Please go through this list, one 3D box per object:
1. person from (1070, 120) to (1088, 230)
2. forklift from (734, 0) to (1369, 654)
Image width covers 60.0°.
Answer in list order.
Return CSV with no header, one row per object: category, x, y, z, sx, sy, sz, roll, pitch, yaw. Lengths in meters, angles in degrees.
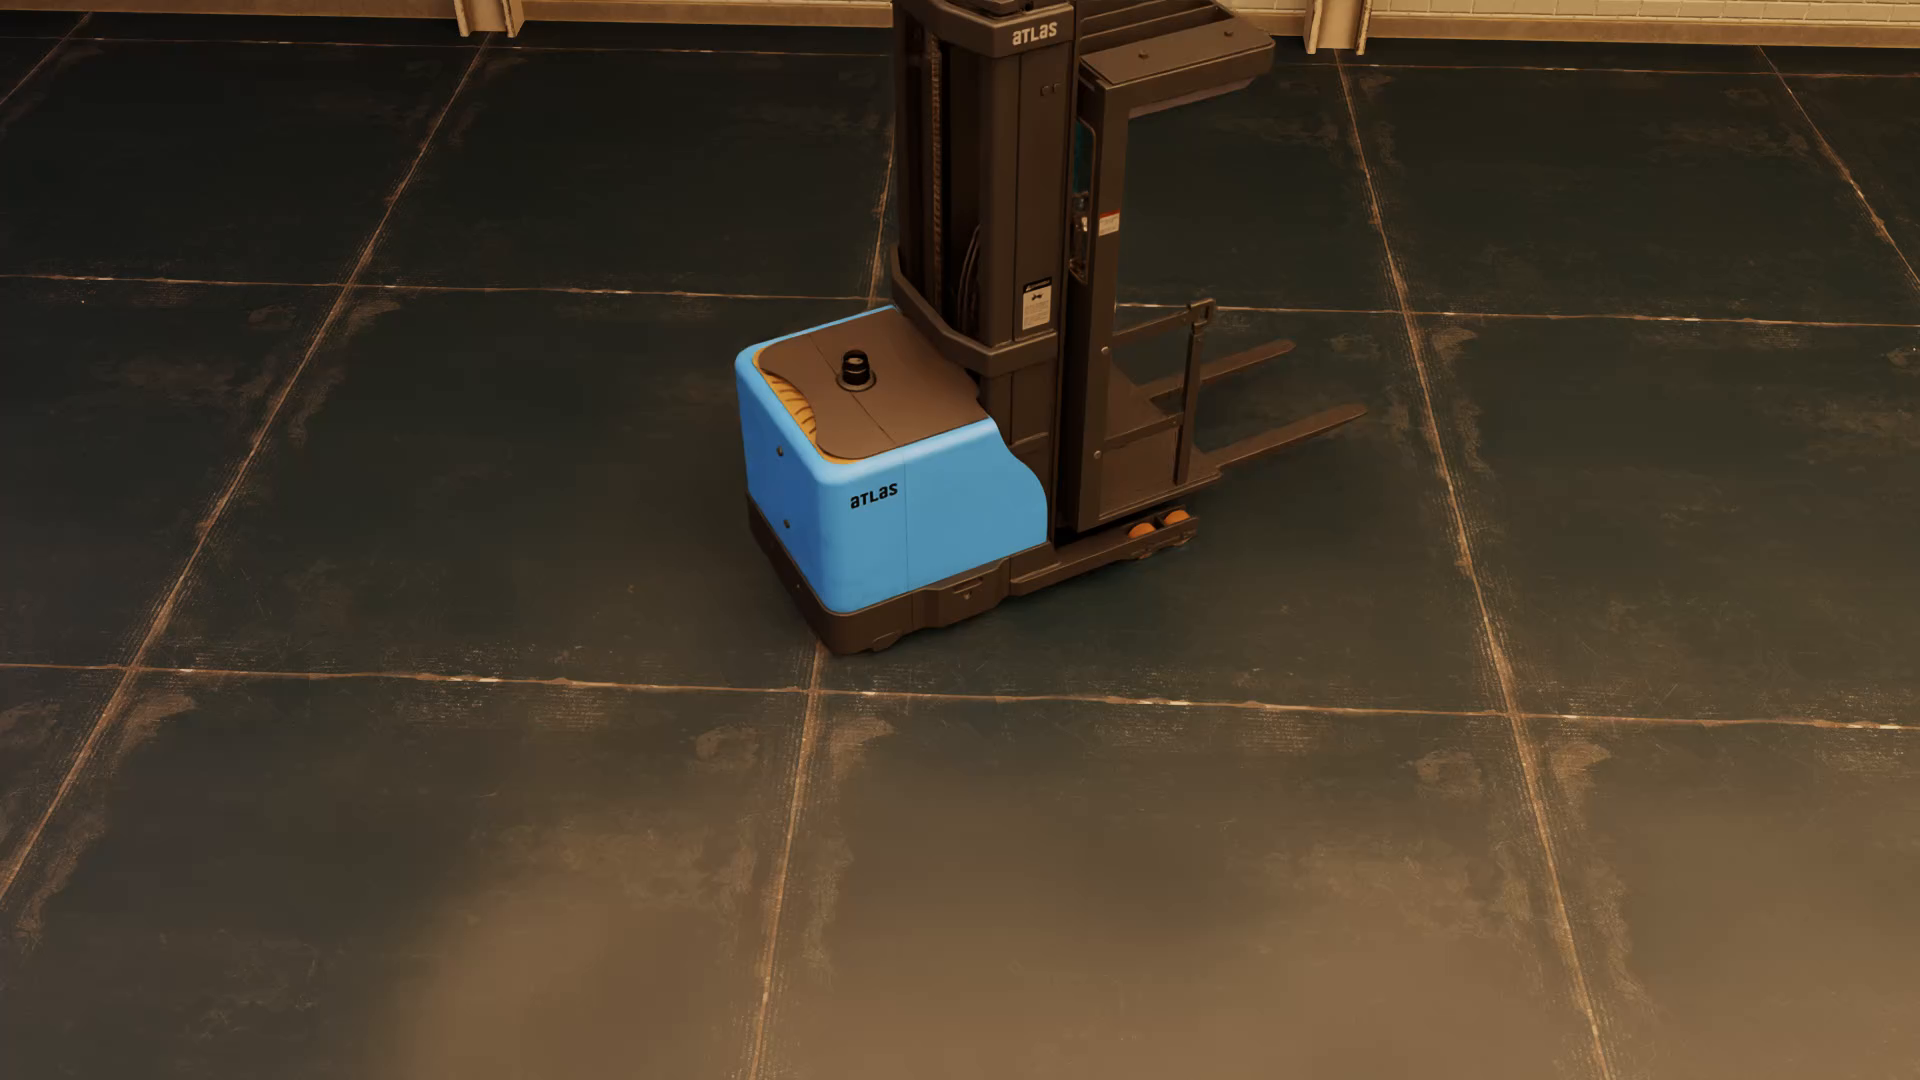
person,0.671,-2.580,9.561,0.469,1.593,0.527,1,42,1
forklift,0.549,-1.293,7.159,3.031,2.935,1.130,-20,46,-20
